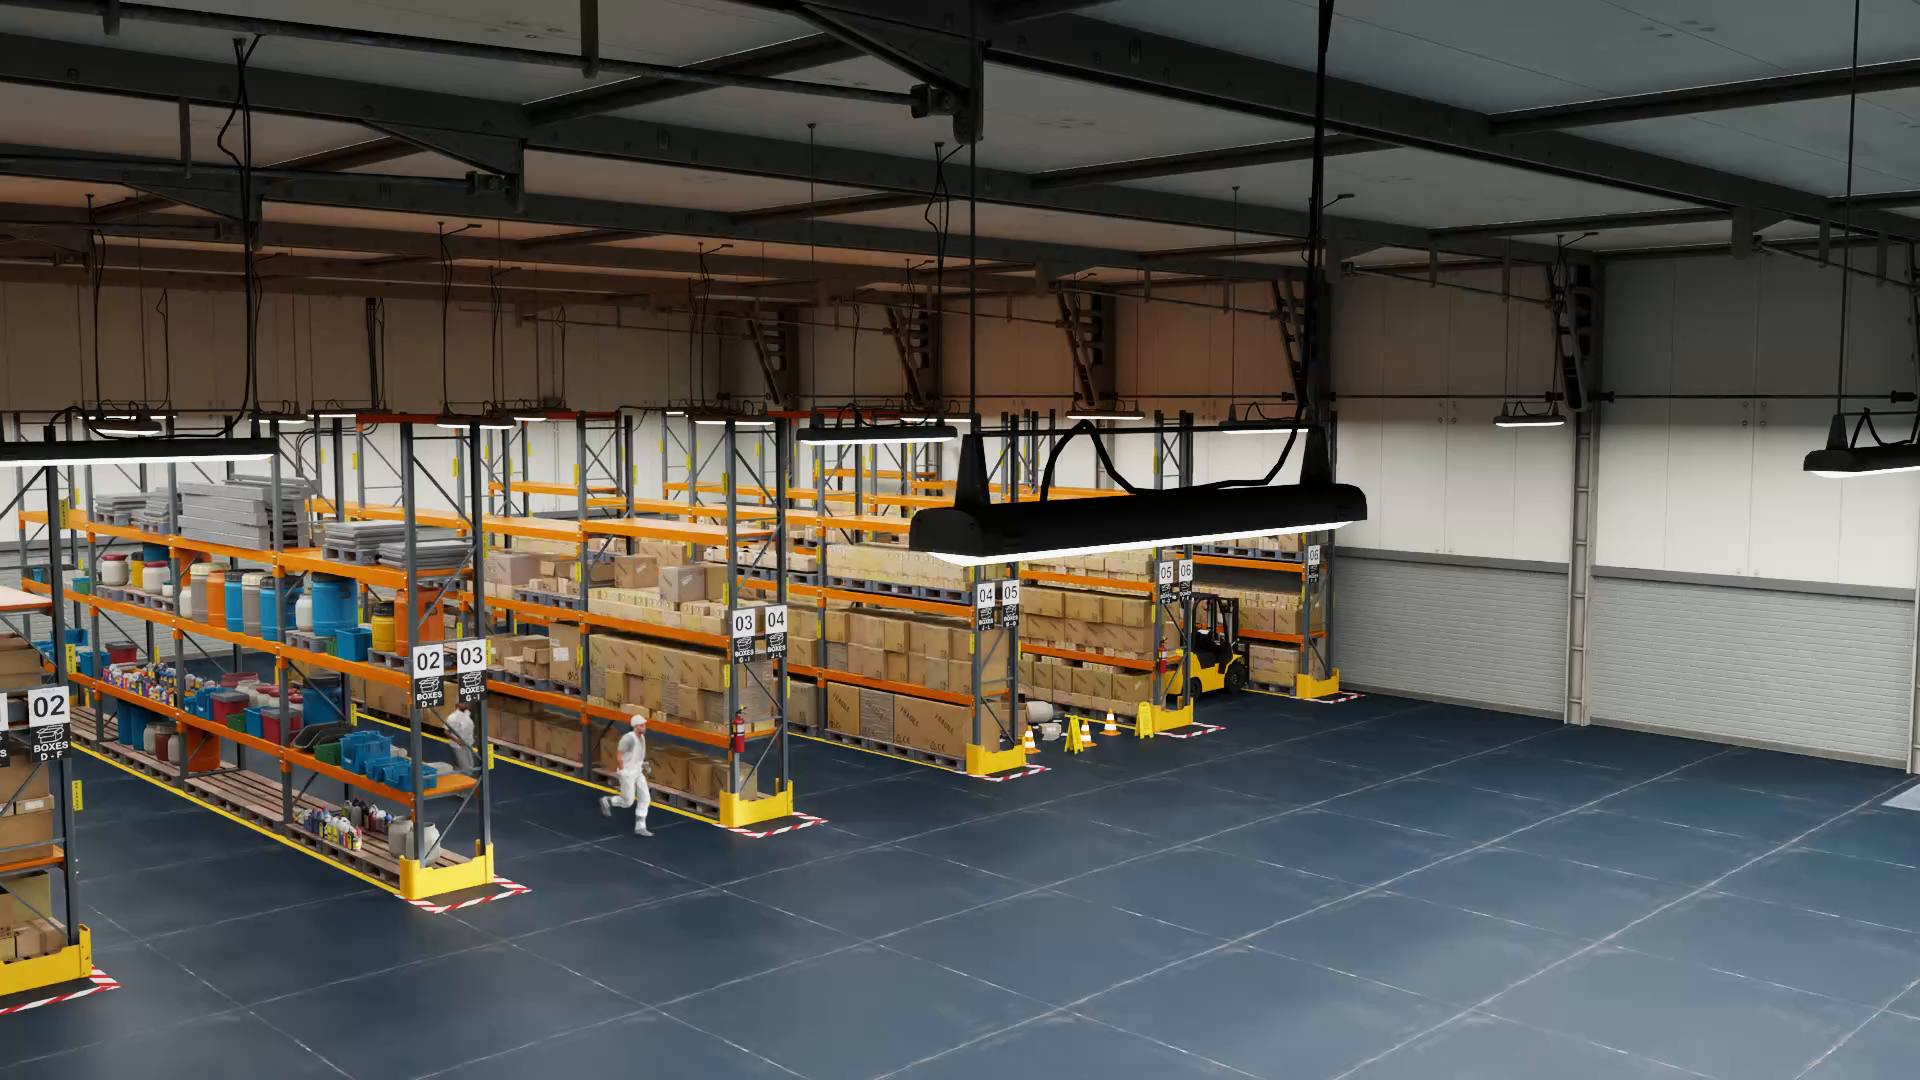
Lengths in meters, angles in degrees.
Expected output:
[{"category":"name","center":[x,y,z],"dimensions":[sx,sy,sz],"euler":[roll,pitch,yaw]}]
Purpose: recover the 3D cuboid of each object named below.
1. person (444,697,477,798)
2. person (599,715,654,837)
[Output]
[{"category":"person","center":[-7.844,3.232,26.183],"dimensions":[0.549,1.654,0.555],"euler":[2,5,24]},{"category":"person","center":[-4.798,3.392,24.052],"dimensions":[0.869,1.759,0.662],"euler":[2,5,22]}]
